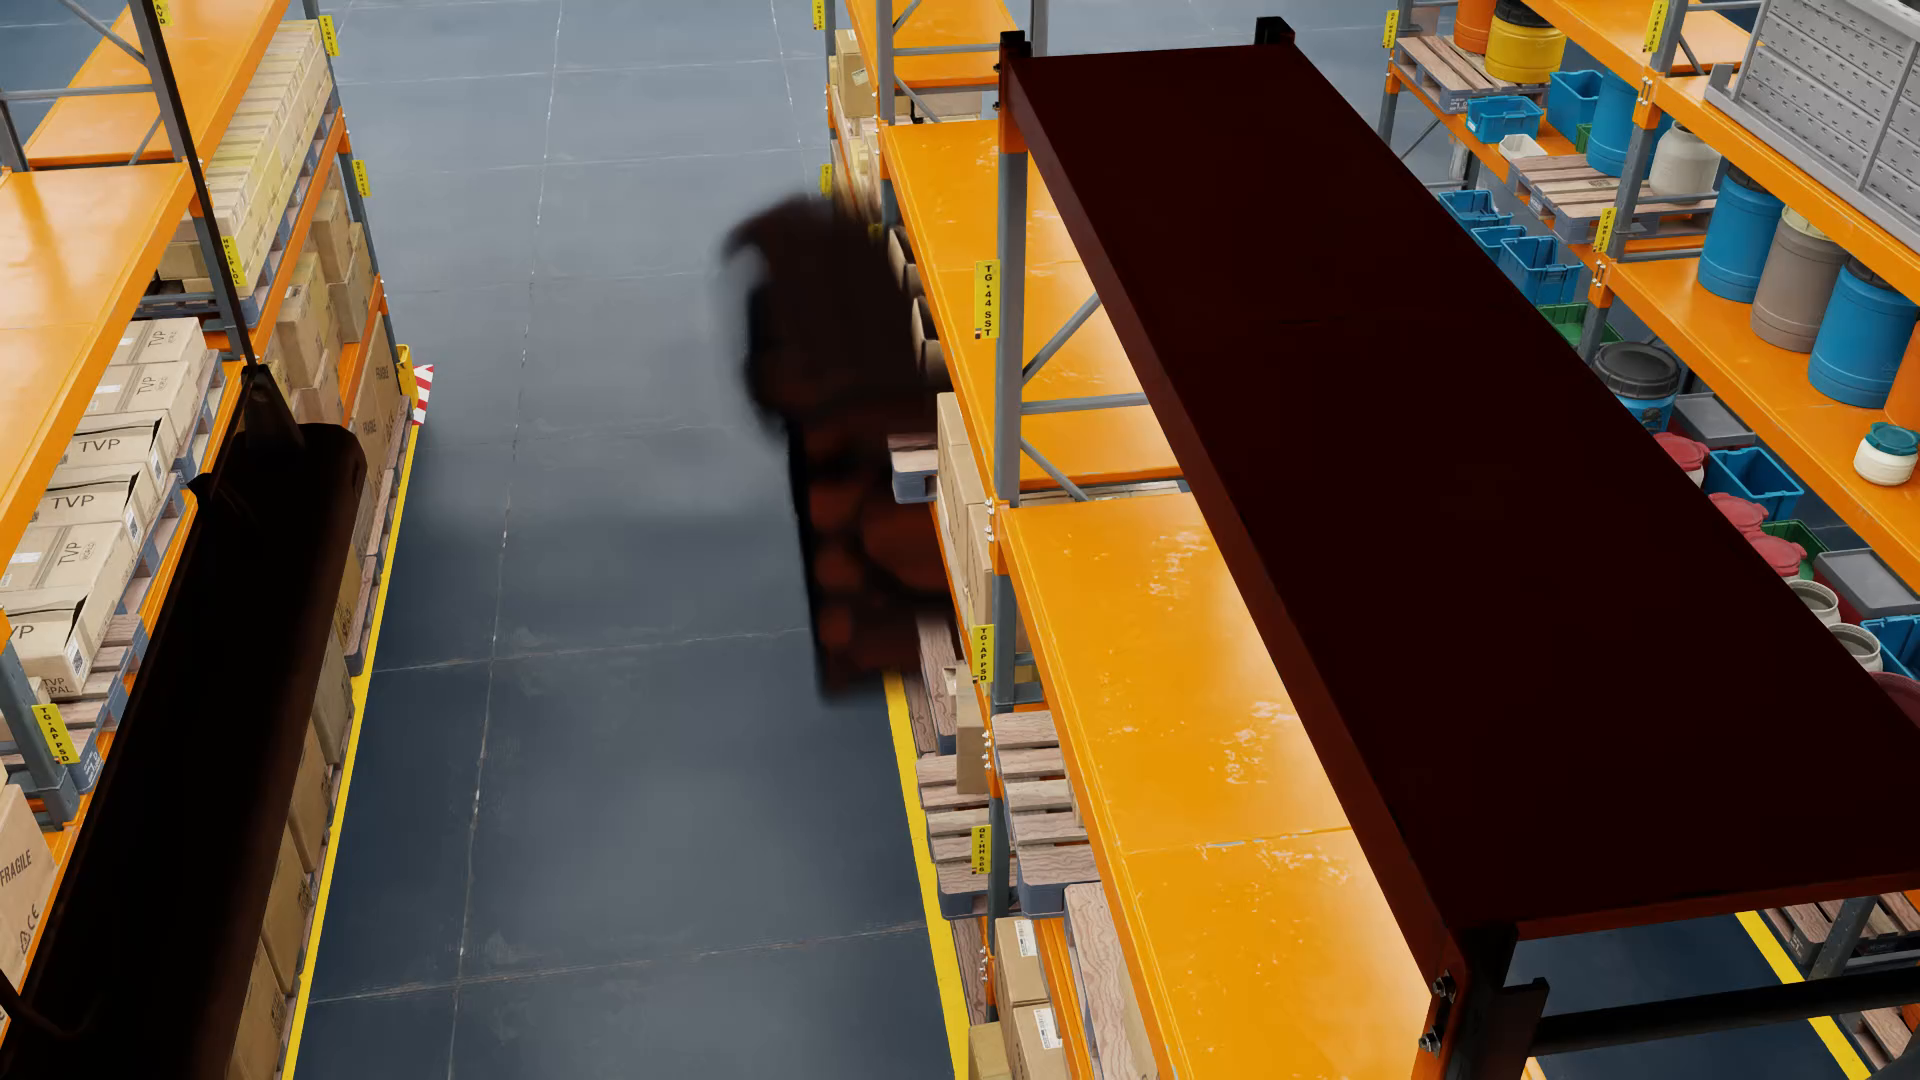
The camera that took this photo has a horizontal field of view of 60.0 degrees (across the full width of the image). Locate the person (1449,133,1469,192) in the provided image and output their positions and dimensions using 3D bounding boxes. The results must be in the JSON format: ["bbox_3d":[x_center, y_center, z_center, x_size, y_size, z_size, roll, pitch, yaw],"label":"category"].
[{"bbox_3d":[5.506,-4.297,17.911,0.444,1.670,0.557,-1,36,-1],"label":"person"}]
